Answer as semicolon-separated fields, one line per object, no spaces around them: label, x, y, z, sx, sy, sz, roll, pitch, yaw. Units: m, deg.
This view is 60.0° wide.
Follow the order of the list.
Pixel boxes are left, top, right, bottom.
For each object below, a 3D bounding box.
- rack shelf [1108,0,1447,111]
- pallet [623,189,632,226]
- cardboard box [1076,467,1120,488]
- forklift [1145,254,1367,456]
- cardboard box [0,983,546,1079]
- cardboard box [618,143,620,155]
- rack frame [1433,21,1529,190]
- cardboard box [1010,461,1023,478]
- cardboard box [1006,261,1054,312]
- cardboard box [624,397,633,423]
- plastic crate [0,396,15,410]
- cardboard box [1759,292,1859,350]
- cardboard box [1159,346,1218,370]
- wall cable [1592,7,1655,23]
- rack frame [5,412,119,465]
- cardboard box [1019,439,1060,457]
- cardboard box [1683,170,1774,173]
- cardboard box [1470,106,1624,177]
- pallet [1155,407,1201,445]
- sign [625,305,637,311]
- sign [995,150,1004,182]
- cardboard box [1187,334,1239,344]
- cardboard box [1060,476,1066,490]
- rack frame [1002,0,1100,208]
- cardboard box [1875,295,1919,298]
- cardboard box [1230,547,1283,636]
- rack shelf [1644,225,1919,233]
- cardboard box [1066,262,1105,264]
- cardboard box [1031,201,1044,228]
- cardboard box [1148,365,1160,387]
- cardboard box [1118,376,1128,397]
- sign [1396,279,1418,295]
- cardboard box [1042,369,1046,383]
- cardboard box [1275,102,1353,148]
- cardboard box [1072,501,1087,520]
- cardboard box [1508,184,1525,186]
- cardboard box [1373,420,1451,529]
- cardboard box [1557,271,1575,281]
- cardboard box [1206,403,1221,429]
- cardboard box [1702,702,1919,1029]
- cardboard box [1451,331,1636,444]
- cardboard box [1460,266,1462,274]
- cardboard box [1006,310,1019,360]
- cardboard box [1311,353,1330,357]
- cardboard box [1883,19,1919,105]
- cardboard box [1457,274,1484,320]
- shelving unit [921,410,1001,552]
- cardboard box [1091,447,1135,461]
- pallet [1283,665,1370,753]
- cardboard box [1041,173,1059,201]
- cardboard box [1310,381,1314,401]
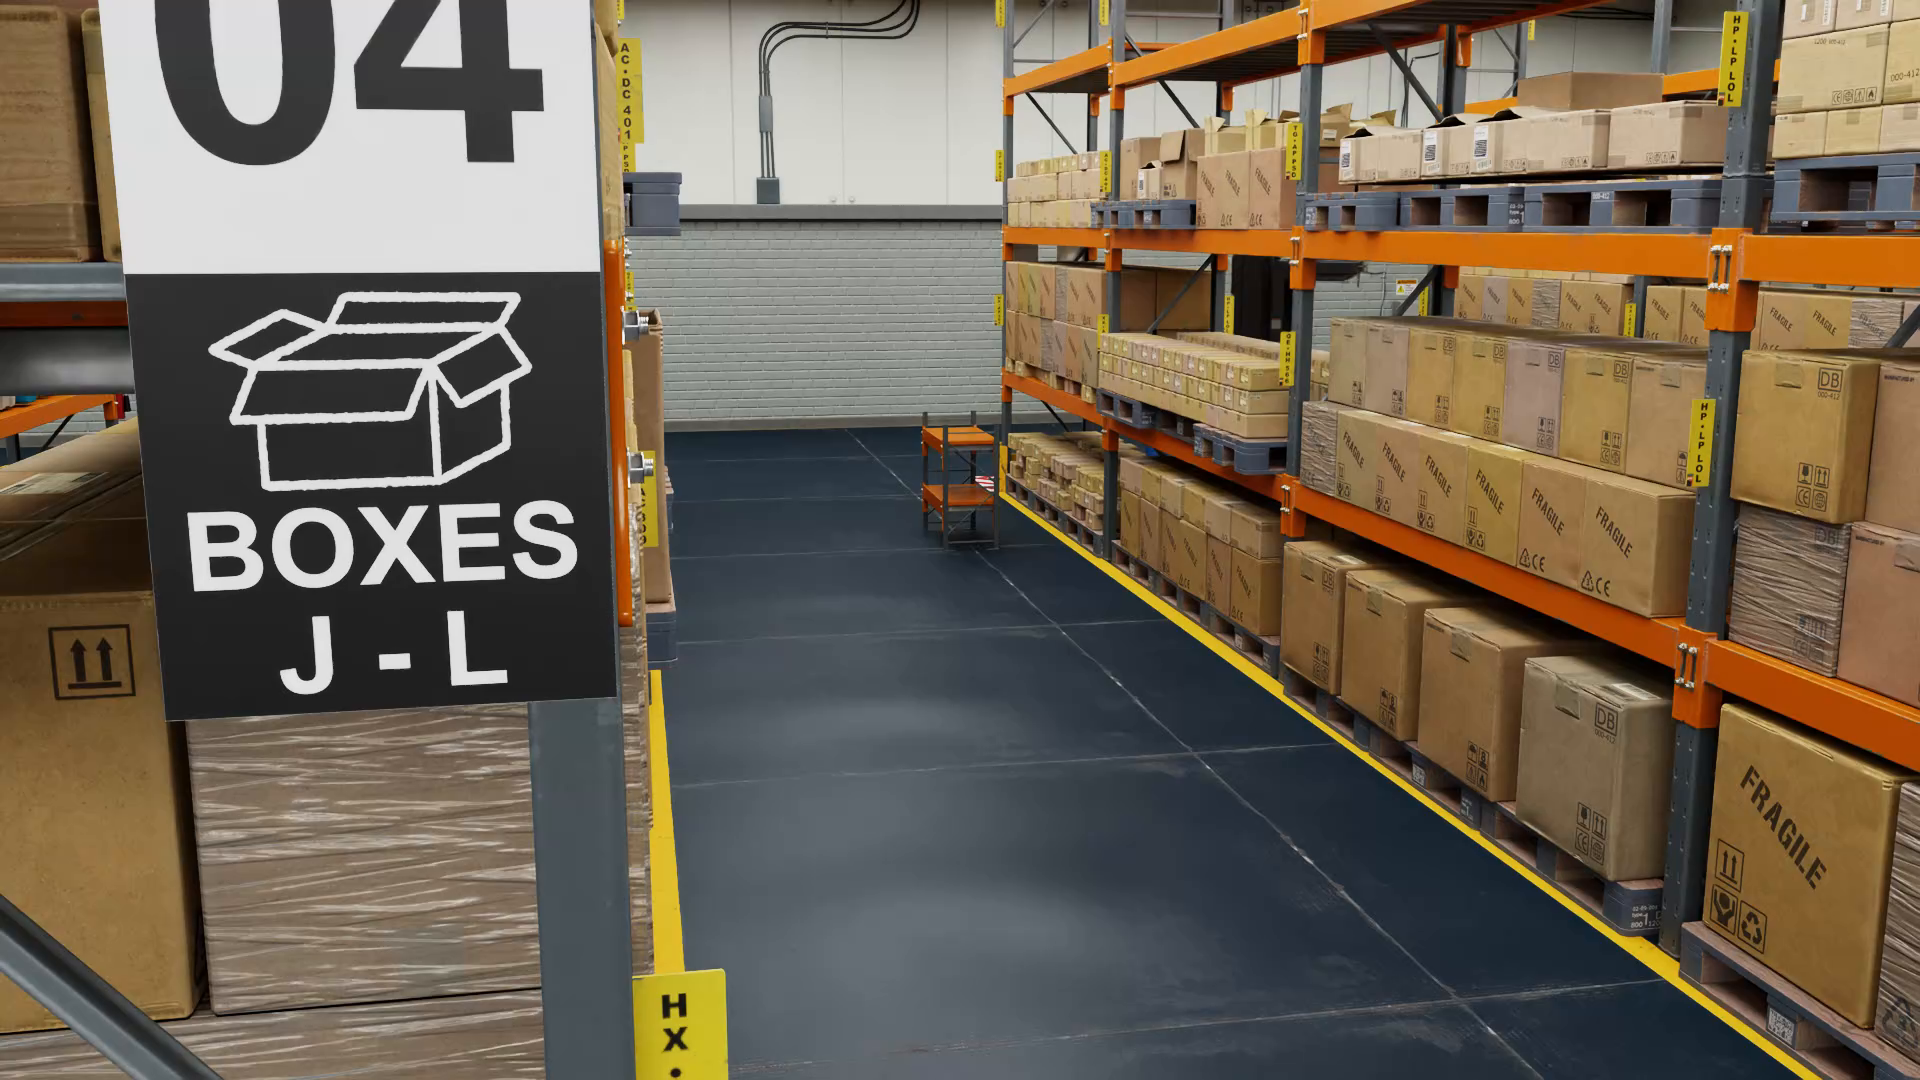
rack shelf;2.120;-3.349;11.721;1.077;0.370;4.000;-2;11;-11
pallet;-1.819;-1.378;6.896;1.213;0.211;1.003;-2;11;-11
cardboard box;1.262;-0.564;15.046;0.380;0.149;0.250;-2;11;-12
forklift;3.376;-1.673;16.148;3.031;2.935;1.130;3;11;17
cardboard box;-0.900;0.747;2.189;0.875;0.500;0.500;-2;11;-11
cardboard box;-1.928;-2.020;8.159;0.500;0.500;0.500;-2;11;-11
rack frame;5.789;-5.198;18.441;1.000;3.000;0.127;-2;11;-11
cardboard box;0.741;-0.751;17.620;0.380;0.149;0.250;-2;11;-10
cardboard box;0.780;-2.647;17.344;0.500;0.500;0.500;-2;11;-11
cardboard box;-0.952;-0.029;3.587;0.500;0.500;0.500;-2;11;-11
plastic crate;-8.129;-1.235;13.819;0.437;0.282;0.530;-2;11;-11
cardboard box;6.698;-1.688;13.100;0.500;0.500;0.500;-2;11;-12
cardboard box;1.664;-1.319;12.060;0.380;0.149;0.250;-2;11;-9
wall cable;10.815;-9.193;24.556;2.988;3.039;0.133;-2;11;-11
rack frame;-8.791;-1.711;16.162;1.000;3.000;0.127;-2;11;-11
cardboard box;0.816;-0.945;17.050;0.380;0.149;0.250;-2;11;-11
cardboard box;3.328;-1.657;7.136;0.250;0.149;0.380;-2;11;-11
cardboard box;2.730;-1.850;7.721;0.500;0.311;0.500;-3;11;-13
pallet;2.083;-0.853;12.167;1.003;0.211;1.213;-2;11;-11
sign;-2.624;-1.709;13.266;0.100;0.325;0.005;-2;11;-11
sign;0.420;-3.936;17.492;0.100;0.325;0.005;-2;11;-11
cardboard box;2.053;-1.578;13.424;0.380;0.149;0.250;-2;11;-13
cardboard box;1.170;-0.560;15.824;0.380;0.149;0.250;-3;11;-14
rack frame;0.953;-5.000;17.398;1.000;3.000;0.127;-2;11;-11
cardboard box;7.297;-1.610;12.690;0.500;0.500;0.500;-2;11;-9
cardboard box;2.124;0.325;11.028;0.500;0.500;0.500;-2;11;-11
rack shelf;6.955;-2.271;13.007;1.077;0.370;4.000;-2;11;-11
cardboard box;1.384;-2.571;16.946;0.500;0.500;0.500;-3;11;-13
cardboard box;1.000;-3.170;16.208;0.500;0.250;0.500;-2;11;-13
cardboard box;1.616;-1.219;12.330;0.380;0.149;0.250;-2;11;-12
cardboard box;1.461;-1.216;13.113;0.380;0.149;0.250;-2;11;-11
sign;6.663;-3.776;24.803;0.339;0.242;0.001;-2;11;-11
cardboard box;1.018;-1.622;16.368;0.380;0.149;0.250;-2;11;-12
cardboard box;2.175;-2.549;10.228;0.396;0.266;0.258;-2;11;-11
cardboard box;1.237;-0.281;15.153;0.380;0.149;0.250;-2;11;-13
cardboard box;6.031;-3.660;17.229;0.500;0.311;0.500;-2;11;-10
cardboard box;2.530;-0.357;8.781;0.500;0.500;0.500;-2;11;-11
cardboard box;6.060;-2.610;16.211;0.380;0.149;0.250;-2;11;-11
cardboard box;1.865;-0.835;11.109;0.380;0.149;0.250;-2;11;-10
cardboard box;3.340;1.104;5.935;0.875;0.875;0.875;-2;11;-10
cardboard box;2.887;-0.763;8.239;0.700;0.500;0.500;-2;11;-12
cardboard box;5.707;-2.989;18.204;0.380;0.149;0.250;-2;11;-10
cardboard box;0.769;-2.155;17.436;0.500;0.500;0.500;-2;11;-8
cardboard box;2.460;-1.195;11.412;0.380;0.149;0.250;-3;11;-13
cardboard box;3.207;-1.461;5.042;0.500;0.250;0.500;-2;11;-11
cardboard box;5.710;-2.599;17.885;0.500;0.500;0.500;-2;11;-13
shelving unit;-0.001;-0.554;15.098;0.538;1.125;1.048;-2;11;-11
cardboard box;1.509;-0.822;16.405;0.380;0.149;0.250;-3;11;-13
pallet;2.588;0.932;9.736;1.003;0.211;1.213;-2;11;-11
cardboard box;1.072;-3.327;15.694;0.500;0.250;0.500;-3;11;-13
cardboard box;2.502;-1.009;11.228;0.380;0.149;0.250;-2;11;-13
